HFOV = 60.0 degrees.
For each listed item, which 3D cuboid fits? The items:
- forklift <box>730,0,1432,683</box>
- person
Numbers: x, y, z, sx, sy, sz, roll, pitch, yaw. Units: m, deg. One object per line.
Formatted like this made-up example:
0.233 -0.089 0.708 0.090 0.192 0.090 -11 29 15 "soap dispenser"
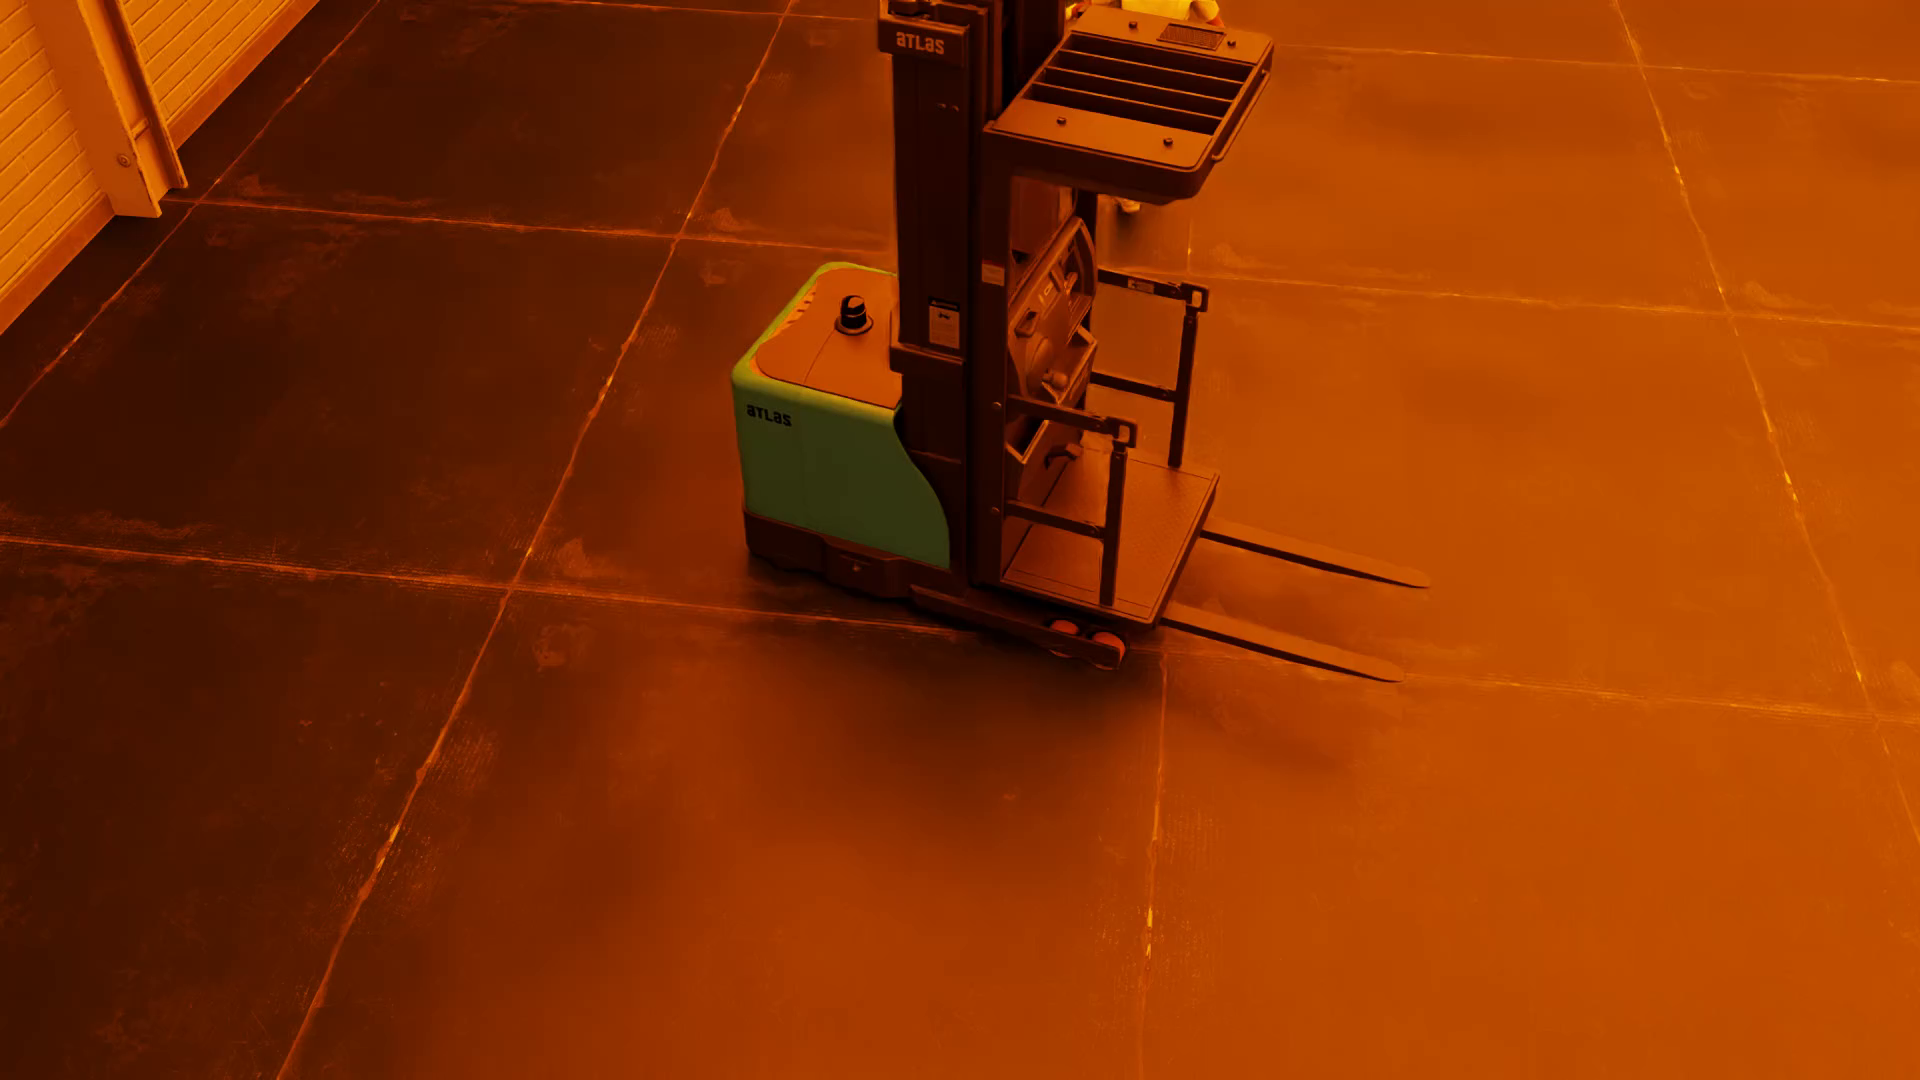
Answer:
0.565 -0.924 6.730 3.031 2.935 1.130 16 45 16 "forklift"
1.108 -2.782 9.623 0.978 1.760 0.751 -4 43 -4 "person"
